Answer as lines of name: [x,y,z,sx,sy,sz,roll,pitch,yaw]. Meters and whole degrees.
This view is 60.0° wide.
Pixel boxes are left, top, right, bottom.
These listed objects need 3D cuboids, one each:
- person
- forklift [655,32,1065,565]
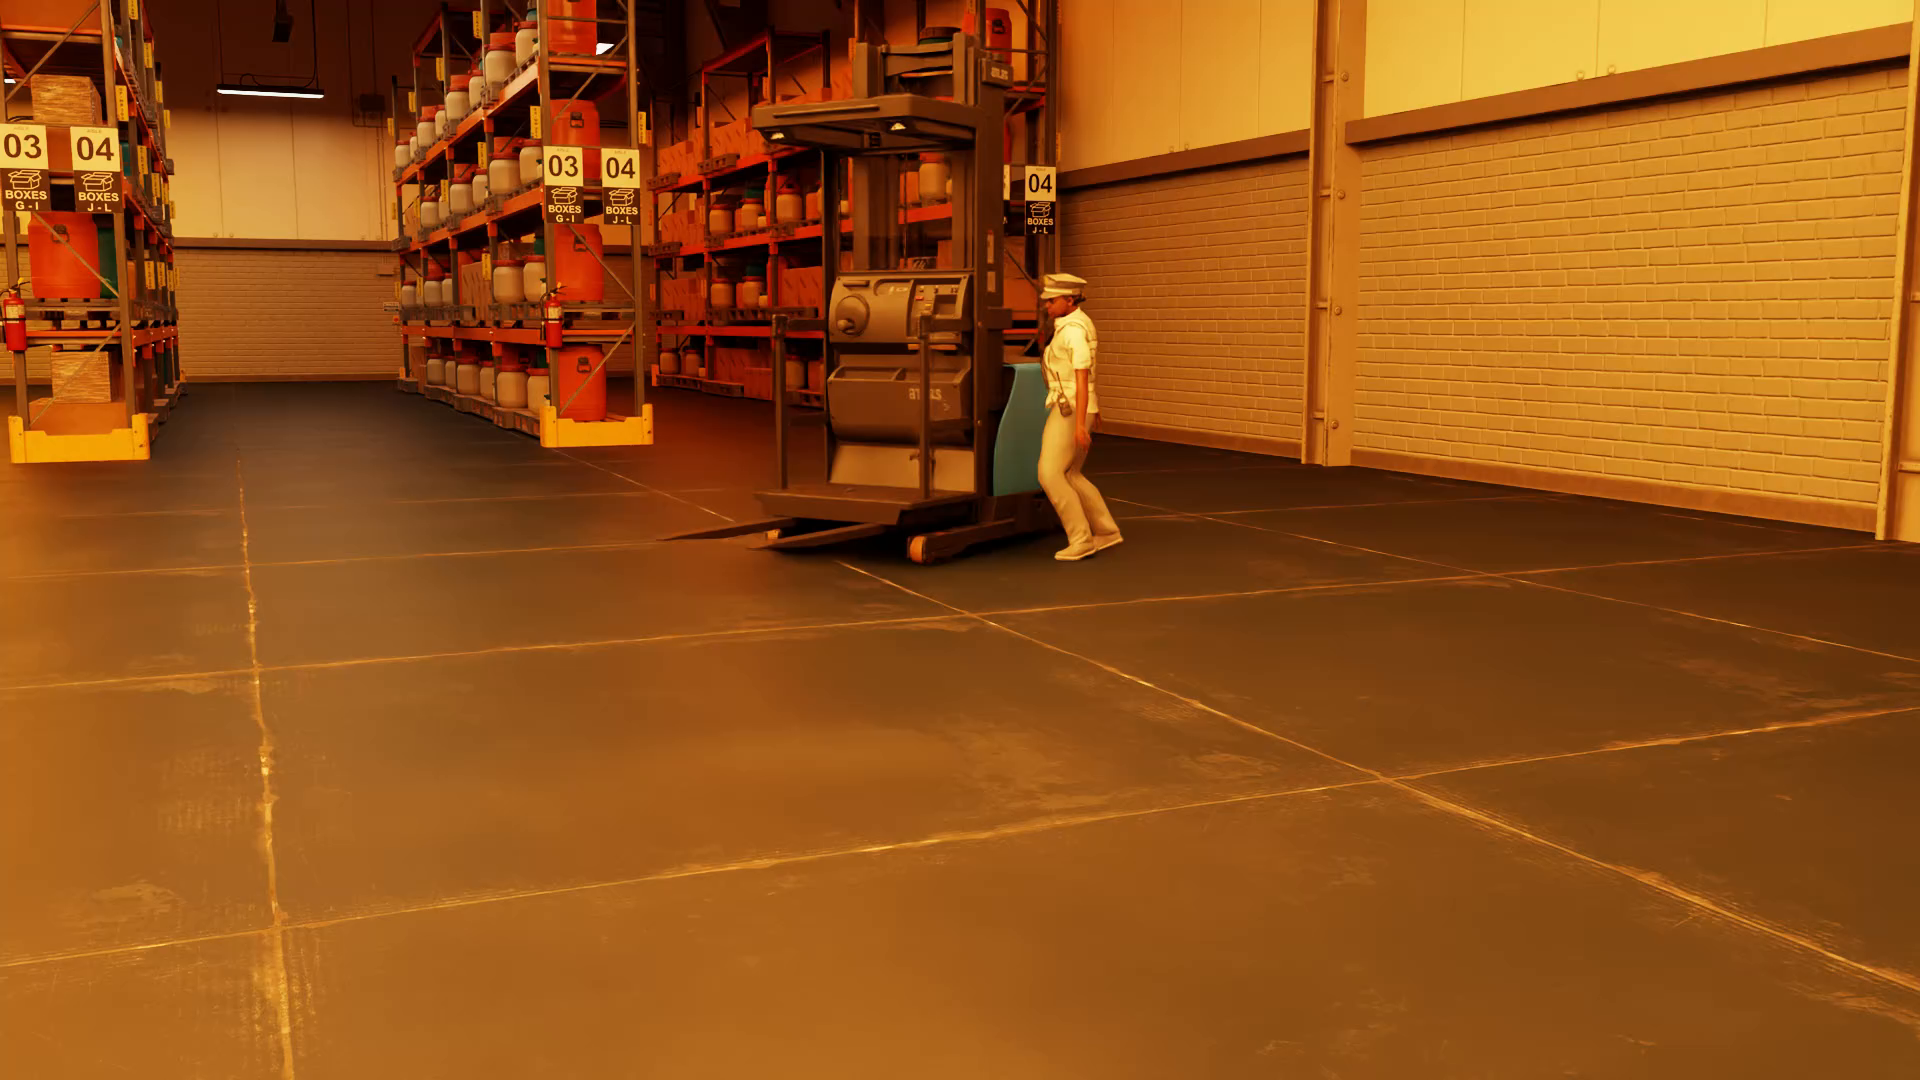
person: [0.696,-0.700,9.535,0.455,1.635,0.817,1,8,9]
forklift: [-0.468,-1.383,9.432,1.130,2.935,3.031,5,9,32]
